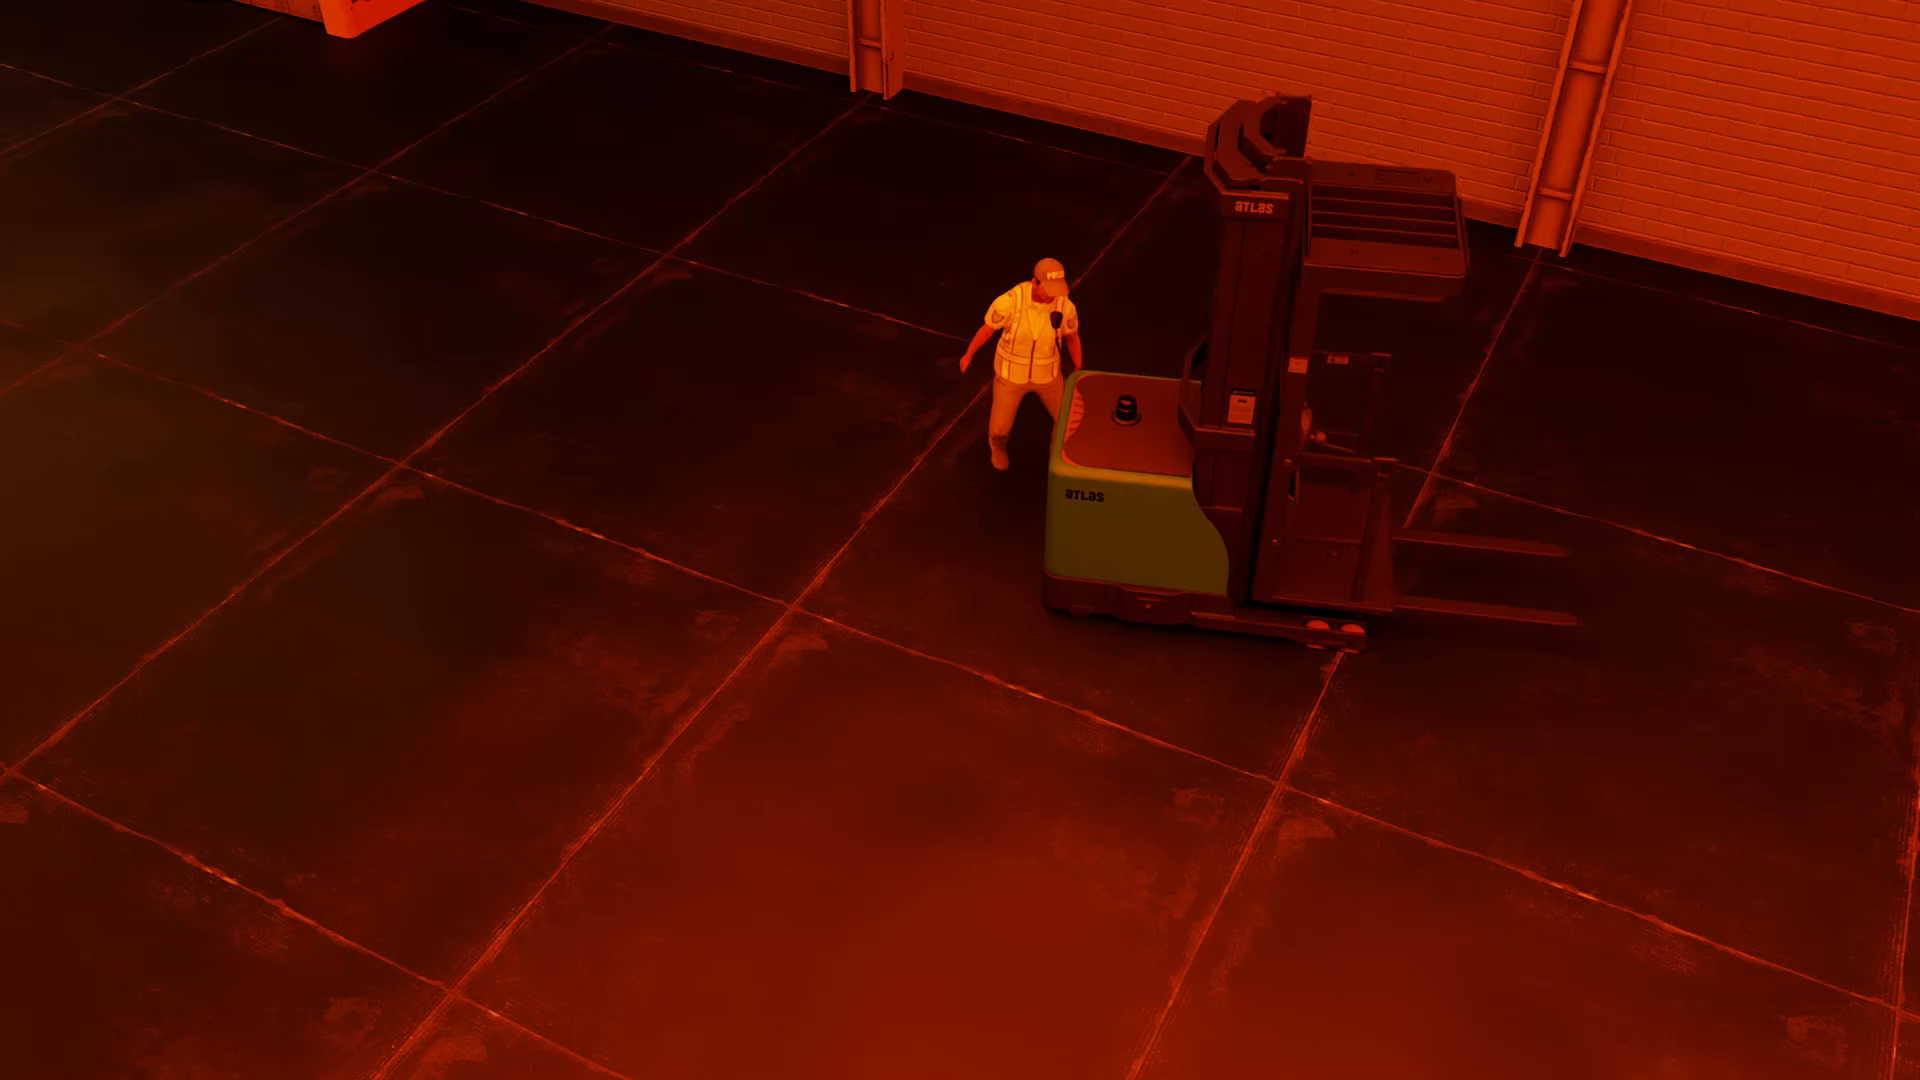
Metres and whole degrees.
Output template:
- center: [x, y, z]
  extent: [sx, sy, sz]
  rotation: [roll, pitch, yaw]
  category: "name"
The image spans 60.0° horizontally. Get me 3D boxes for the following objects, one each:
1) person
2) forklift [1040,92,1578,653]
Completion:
- center: [0.420, -1.069, 10.327]
  extent: [0.841, 1.628, 0.511]
  rotation: [0, 40, 0]
  category: "person"
- center: [2.036, -0.849, 8.995]
  extent: [3.031, 2.935, 1.130]
  rotation: [6, 40, 7]
  category: "forklift"
